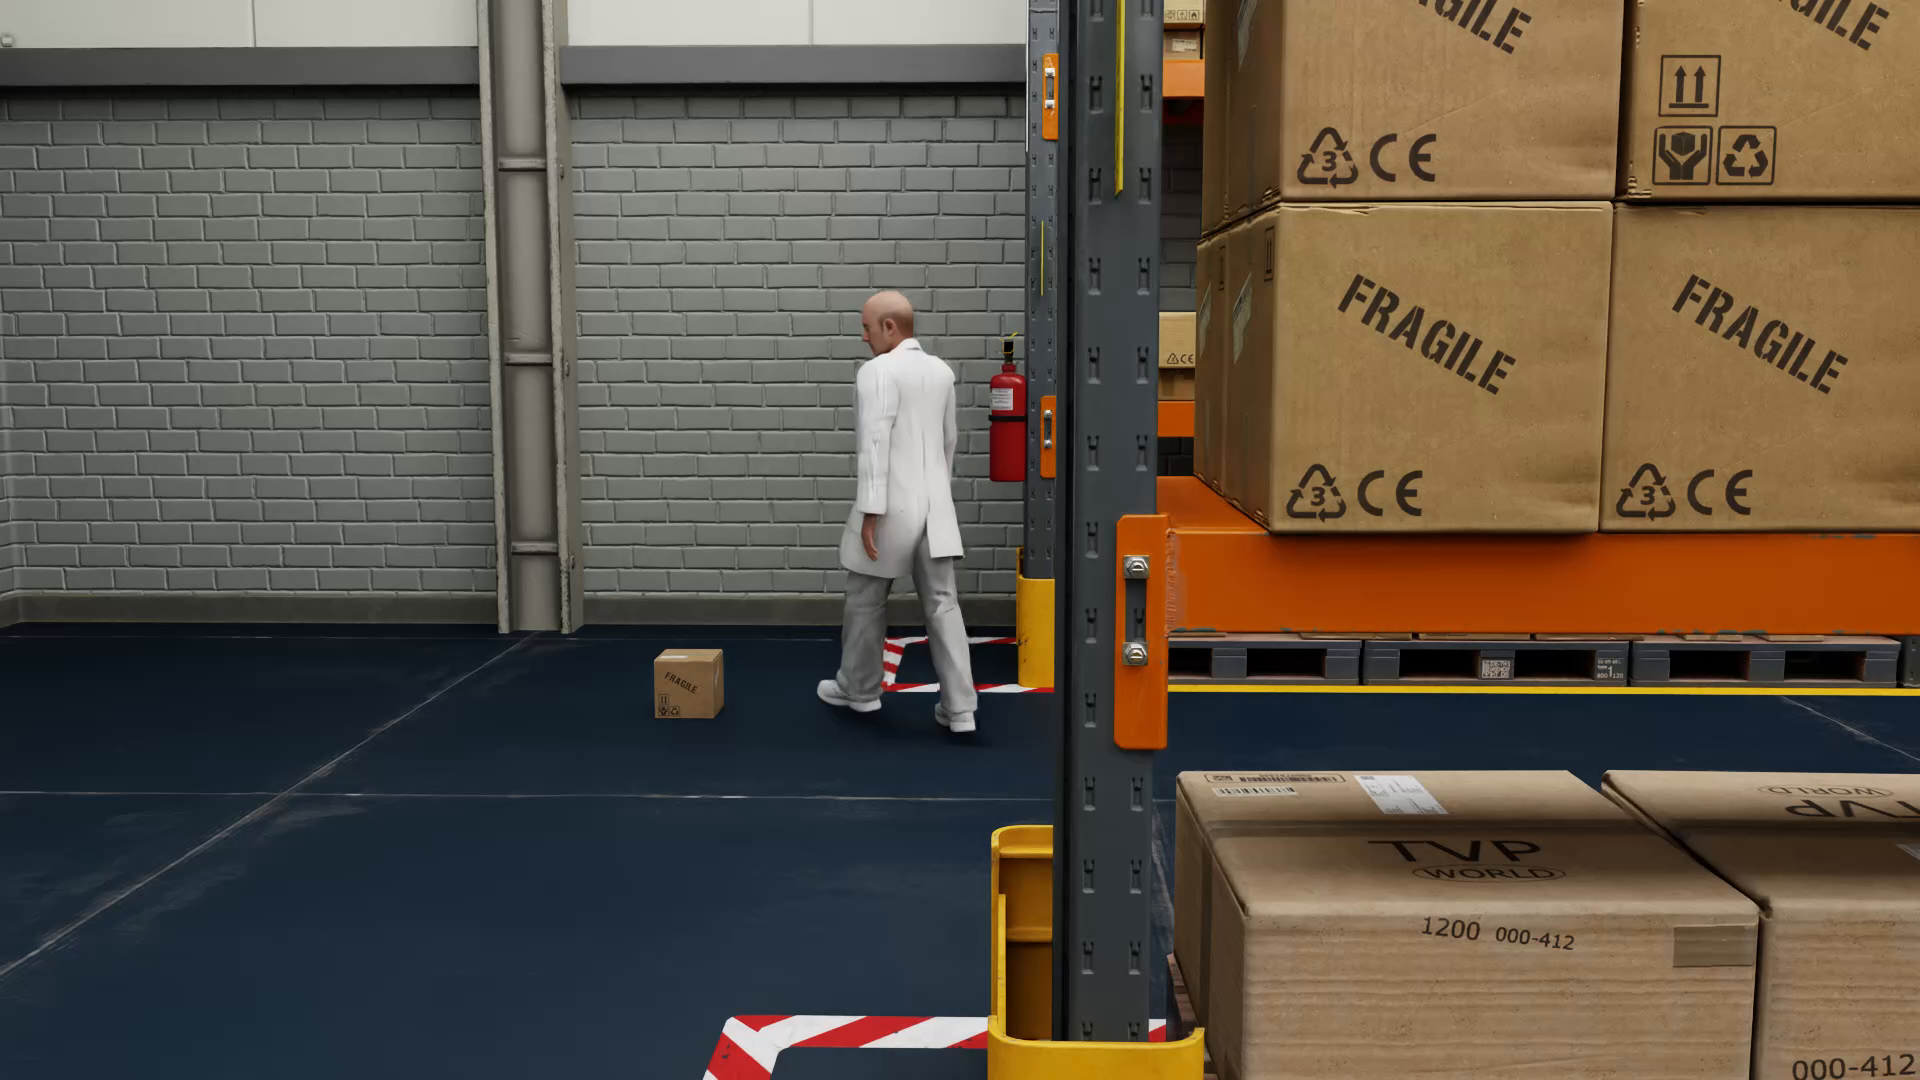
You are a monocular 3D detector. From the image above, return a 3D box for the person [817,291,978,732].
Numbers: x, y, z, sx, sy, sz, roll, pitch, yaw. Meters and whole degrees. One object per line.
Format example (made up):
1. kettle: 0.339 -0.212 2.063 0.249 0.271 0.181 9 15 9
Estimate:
1. person: -0.250 -0.134 6.765 0.700 1.738 0.938 -6 9 -41
